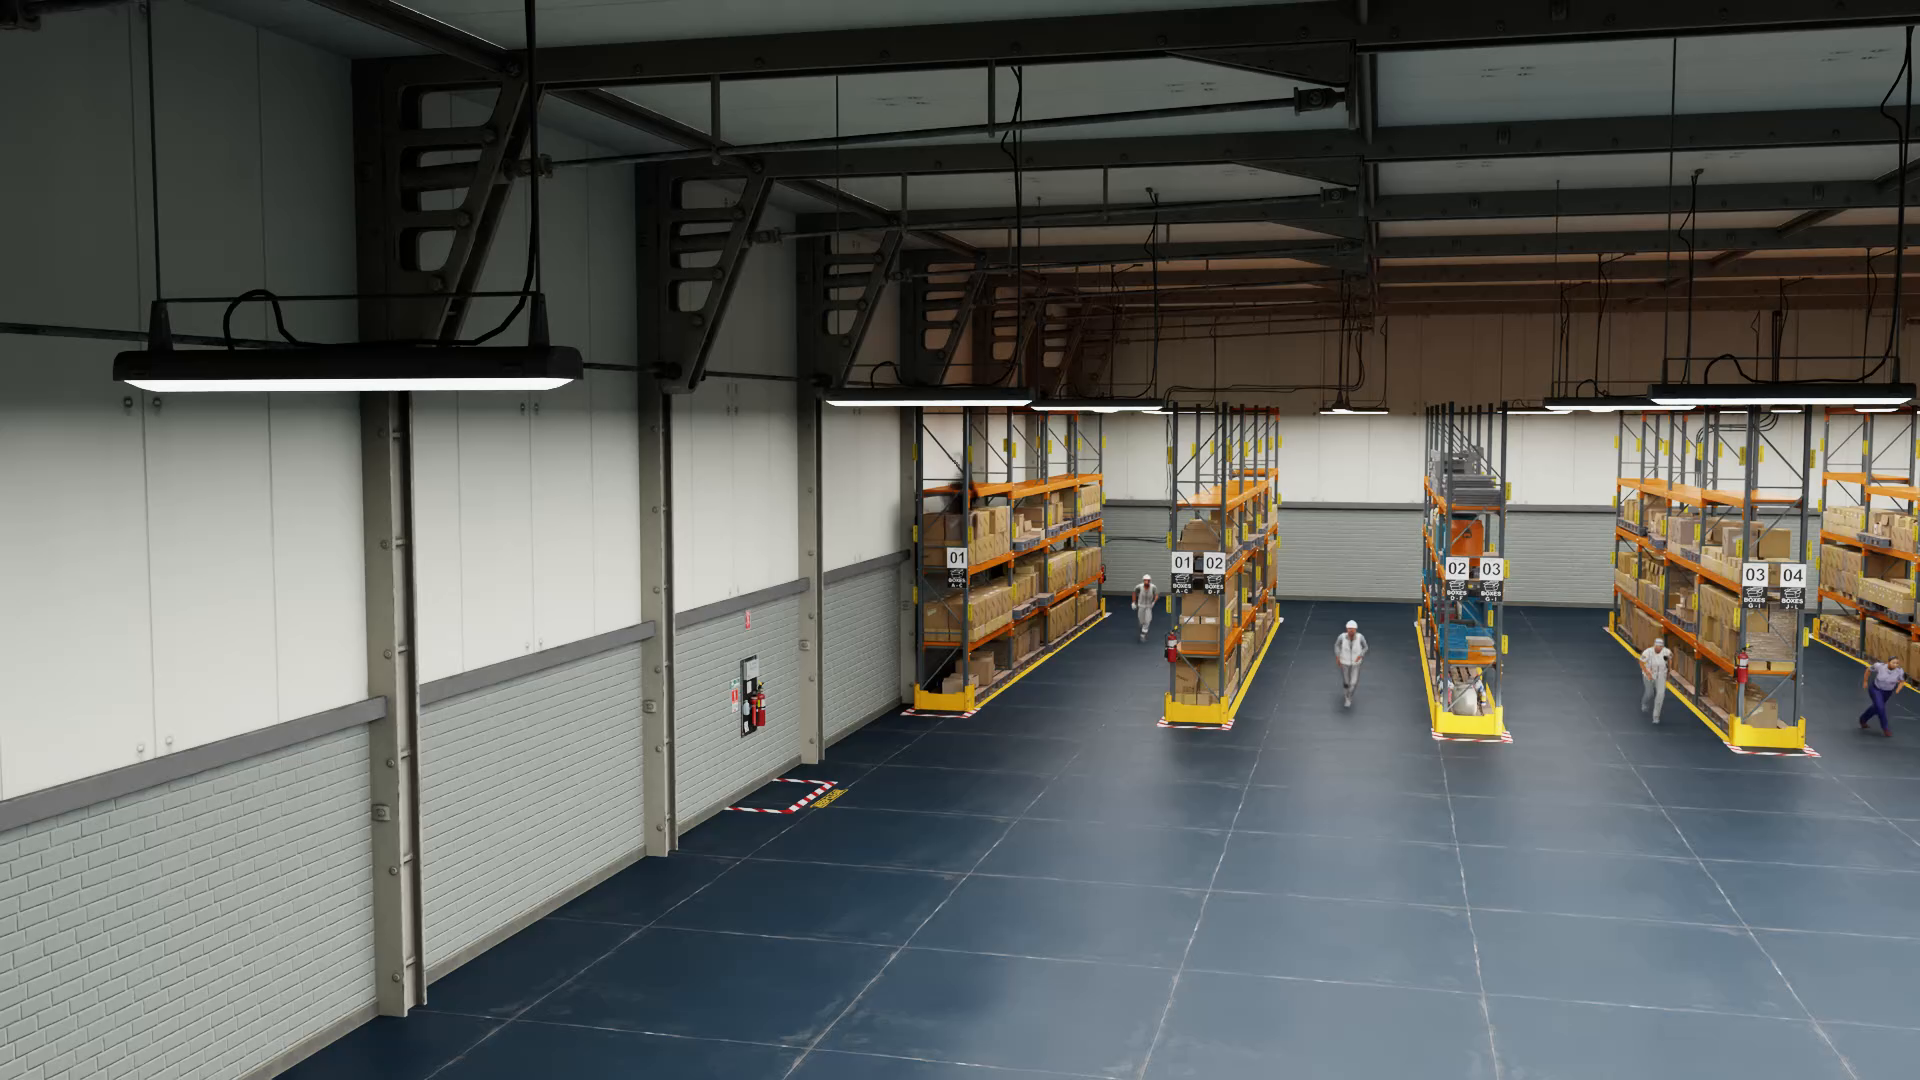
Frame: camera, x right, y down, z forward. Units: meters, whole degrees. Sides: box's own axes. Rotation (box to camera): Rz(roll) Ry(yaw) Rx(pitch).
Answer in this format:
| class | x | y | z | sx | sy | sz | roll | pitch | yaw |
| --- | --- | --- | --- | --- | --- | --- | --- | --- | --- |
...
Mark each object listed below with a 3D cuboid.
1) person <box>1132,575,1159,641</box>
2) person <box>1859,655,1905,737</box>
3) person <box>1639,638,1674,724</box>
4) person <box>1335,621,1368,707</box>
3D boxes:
| class | x | y | z | sx | sy | sz | roll | pitch | yaw |
| --- | --- | --- | --- | --- | --- | --- | --- | --- | --- |
| person | 4.747 | 1.726 | 42.608 | 0.659 | 1.713 | 0.706 | 0 | 4 | -3 |
| person | 16.605 | 2.754 | 29.999 | 0.595 | 1.454 | 1.020 | 0 | 4 | 3 |
| person | 13.159 | 2.627 | 31.499 | 0.629 | 1.622 | 0.999 | 0 | 4 | 6 |
| person | 7.774 | 2.438 | 33.055 | 0.638 | 1.713 | 0.726 | 0 | 4 | 6 |
